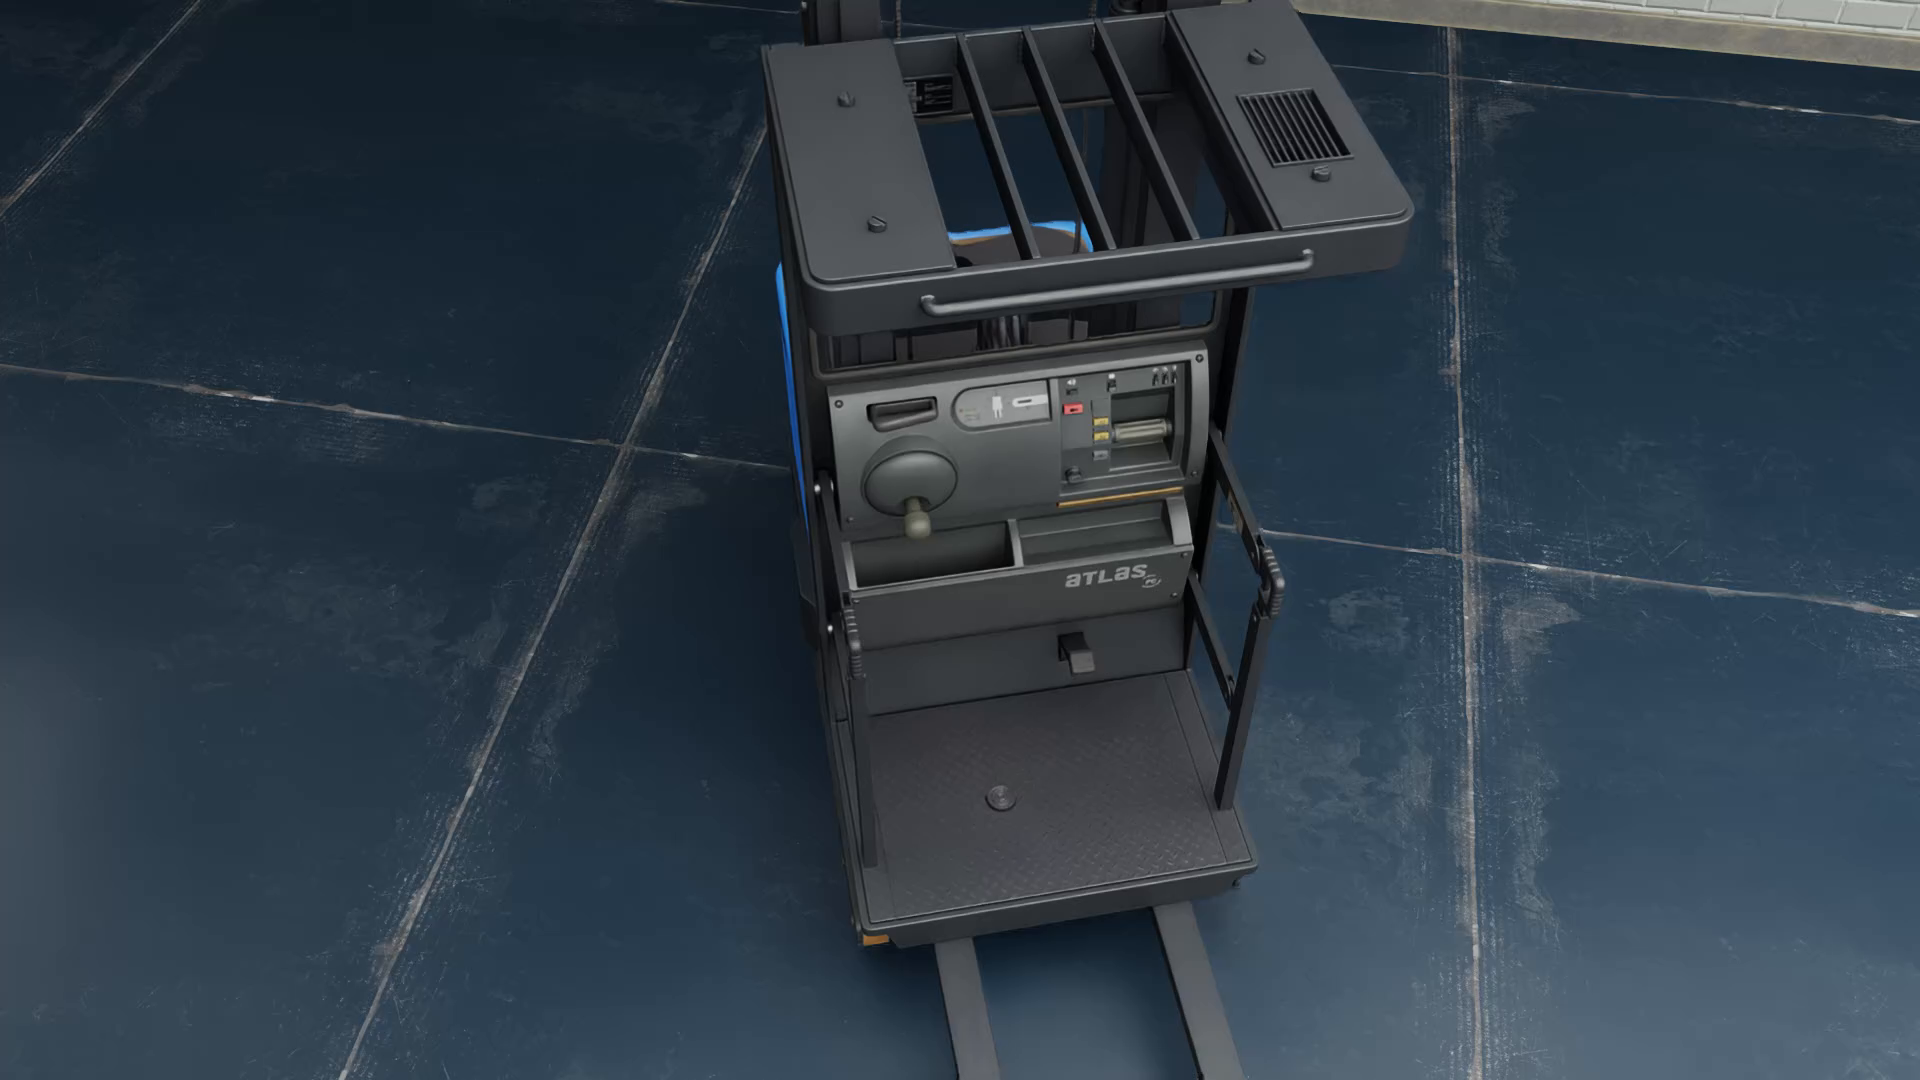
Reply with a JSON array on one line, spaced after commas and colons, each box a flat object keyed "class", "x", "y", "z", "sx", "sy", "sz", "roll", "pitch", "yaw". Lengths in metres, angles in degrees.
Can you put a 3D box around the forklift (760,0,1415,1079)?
[{"class": "forklift", "x": 0.193, "y": -0.138, "z": 3.904, "sx": 1.130, "sy": 2.935, "sz": 3.031, "roll": -8, "pitch": 49, "yaw": -7}]
